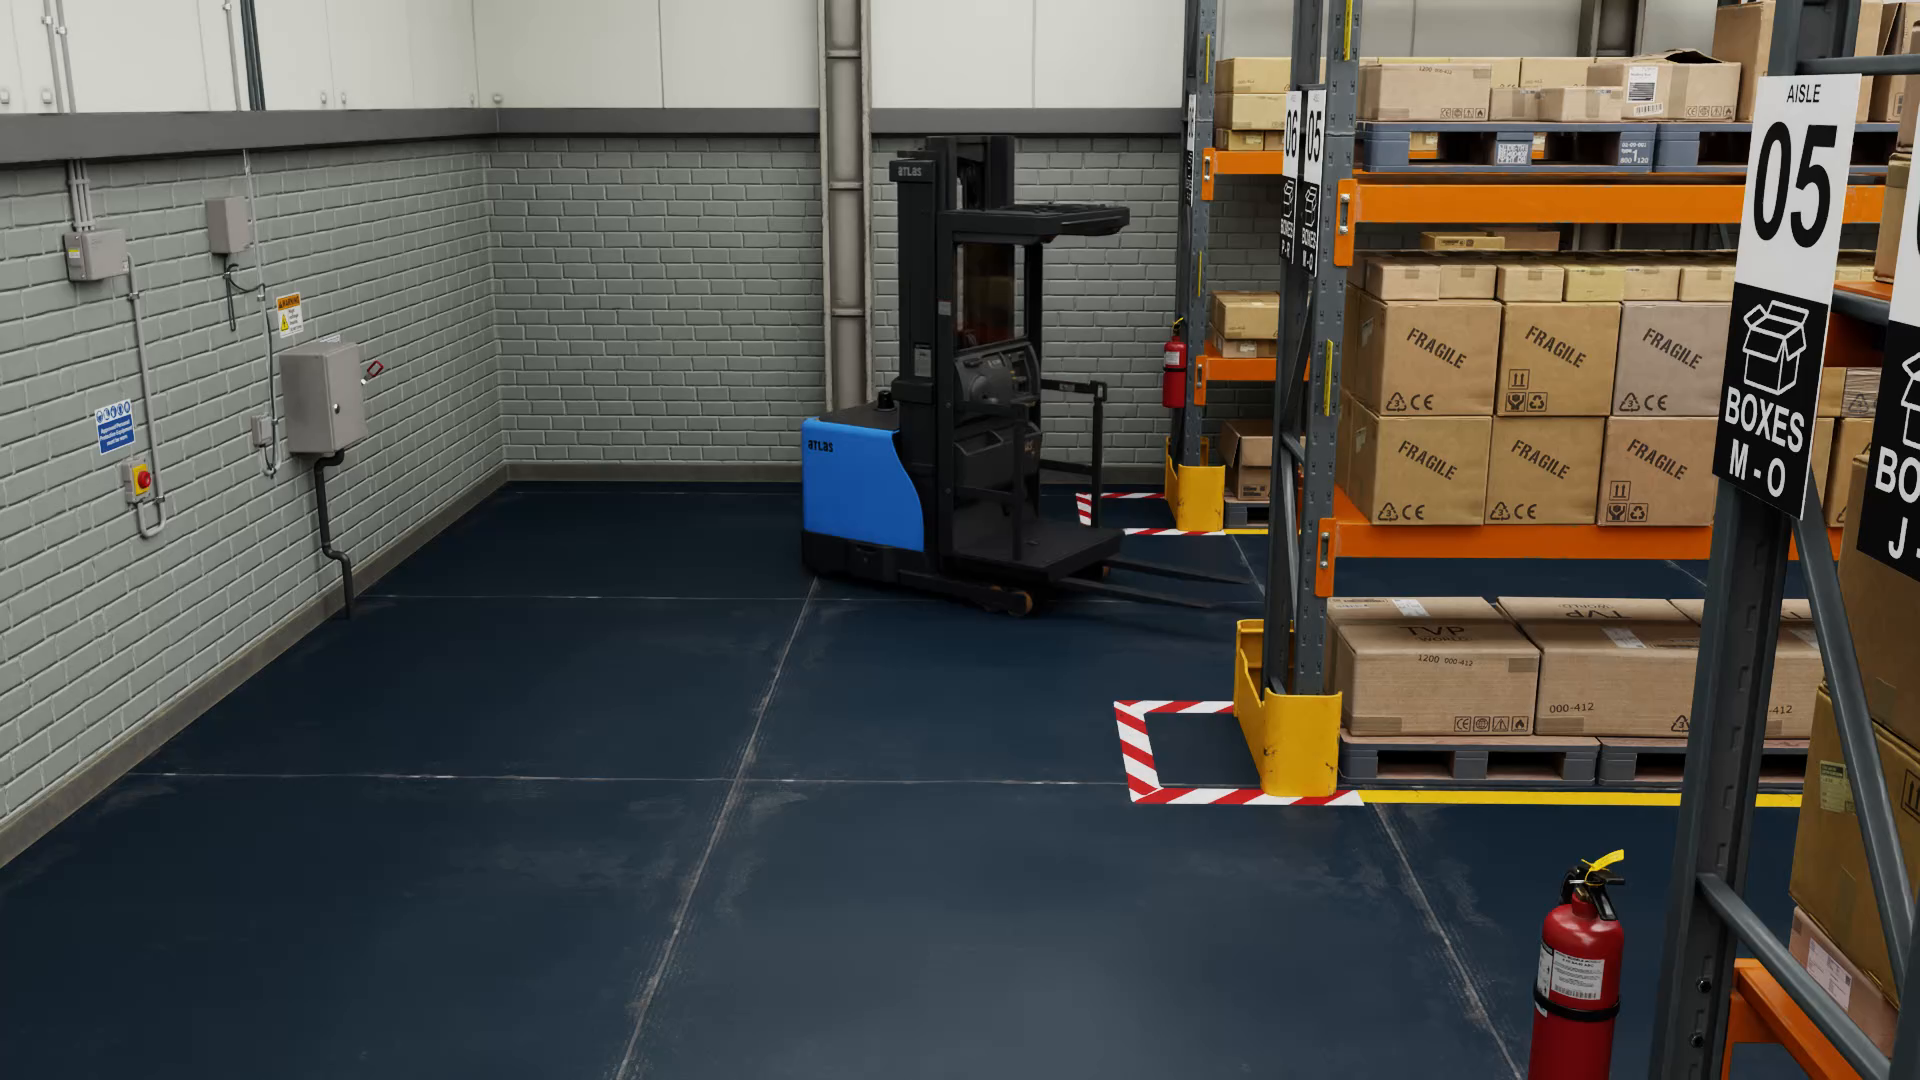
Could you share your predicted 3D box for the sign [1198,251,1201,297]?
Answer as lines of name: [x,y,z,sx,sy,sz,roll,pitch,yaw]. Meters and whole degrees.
sign: [1.746,-1.943,12.126,0.005,0.325,0.100,0,15,1]

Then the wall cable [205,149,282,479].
wall cable: [-3.976,-1.280,9.321,0.122,1.984,0.588,0,15,1]

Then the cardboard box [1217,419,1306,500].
cardboard box: [2.369,-0.630,12.919,0.637,0.503,0.797,0,15,-1]

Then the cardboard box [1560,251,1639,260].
cardboard box: [3.026,-1.283,7.896,0.250,0.149,0.380,0,15,1]

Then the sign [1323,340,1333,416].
sign: [1.617,-0.712,7.306,0.005,0.325,0.100,0,15,1]

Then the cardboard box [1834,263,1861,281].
cardboard box: [3.797,-1.159,7.425,0.250,0.149,0.380,0,15,1]

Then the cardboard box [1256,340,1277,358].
cardboard box: [2.337,-1.479,12.558,0.250,0.149,0.380,1,15,3]

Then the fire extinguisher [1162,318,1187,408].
fire extinguisher: [1.601,-1.328,12.375,0.183,0.674,0.296,0,15,1]

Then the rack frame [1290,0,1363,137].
rack frame: [1.637,-3.297,7.198,0.127,3.000,1.000,0,15,1]

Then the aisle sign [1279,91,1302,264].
aisle sign: [1.573,-1.733,7.933,0.004,0.787,0.394,0,15,1]

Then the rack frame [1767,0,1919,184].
rack frame: [1.611,-2.034,2.410,0.127,3.000,1.000,0,15,1]

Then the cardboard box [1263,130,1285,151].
cardboard box: [2.335,-2.935,12.196,0.250,0.149,0.380,1,15,2]

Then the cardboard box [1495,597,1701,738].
cardboard box: [3.214,0.622,8.302,0.875,0.438,0.875,1,15,3]

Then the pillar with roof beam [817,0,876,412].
pillar with roof beam: [-1.022,-3.713,8.772,0.400,9.000,9.100,0,15,1]

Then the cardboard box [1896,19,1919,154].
cardboard box: [2.078,-0.815,2.983,0.500,0.250,0.500,0,15,0]

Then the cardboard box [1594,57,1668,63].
cardboard box: [4.740,-3.343,11.981,0.500,0.250,0.500,0,15,1]

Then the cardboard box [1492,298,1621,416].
cardboard box: [2.626,-0.851,7.529,0.500,0.500,0.500,0,15,0]

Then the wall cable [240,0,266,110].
wall cable: [-3.926,-4.183,10.480,0.133,3.039,2.988,0,15,1]

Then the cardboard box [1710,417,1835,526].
cardboard box: [3.625,-0.365,7.649,0.500,0.500,0.500,1,15,3]

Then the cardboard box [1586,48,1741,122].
cardboard box: [3.132,-2.033,7.440,0.500,0.311,0.500,1,15,2]

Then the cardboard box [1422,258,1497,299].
cardboard box: [2.248,-1.185,7.526,0.250,0.149,0.380,1,15,3]

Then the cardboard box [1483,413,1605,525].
cardboard box: [2.616,-0.372,7.675,0.500,0.500,0.500,0,15,1]

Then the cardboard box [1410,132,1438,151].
cardboard box: [3.349,-2.915,12.122,0.250,0.149,0.380,0,15,1]

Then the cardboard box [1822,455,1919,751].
cardboard box: [2.075,0.130,3.227,0.500,0.500,0.500,0,15,0]

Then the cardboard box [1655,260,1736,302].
cardboard box: [3.281,-1.157,7.417,0.250,0.149,0.380,1,15,2]

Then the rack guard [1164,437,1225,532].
rack guard: [1.836,-0.453,13.078,0.348,0.500,1.175,0,15,1]

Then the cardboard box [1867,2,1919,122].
cardboard box: [4.286,-2.123,7.404,0.637,0.503,0.797,2,15,6]

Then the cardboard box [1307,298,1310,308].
cardboard box: [2.711,-1.659,12.458,0.500,0.250,0.500,1,15,2]

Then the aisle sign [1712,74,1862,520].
aisle sign: [1.546,-0.467,3.136,0.004,0.787,0.394,0,15,1]

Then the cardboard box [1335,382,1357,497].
cardboard box: [2.126,-0.509,8.194,0.500,0.500,0.500,0,15,2]

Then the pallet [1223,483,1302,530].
pallet: [2.633,-0.308,13.096,1.213,0.211,1.003,0,15,1]

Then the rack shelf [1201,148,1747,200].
rack shelf: [3.759,-2.752,12.421,4.000,0.370,1.077,0,15,1]

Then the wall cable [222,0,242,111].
wall cable: [-4.035,-3.454,7.793,0.029,3.000,2.355,0,15,1]

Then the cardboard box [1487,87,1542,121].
cardboard box: [2.510,-2.014,7.689,0.250,0.149,0.380,-1,15,-3]

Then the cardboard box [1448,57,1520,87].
cardboard box: [3.717,-3.350,12.009,0.500,0.250,0.500,1,15,3]

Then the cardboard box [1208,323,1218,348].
cardboard box: [2.098,-1.607,13.044,0.250,0.149,0.380,0,15,1]

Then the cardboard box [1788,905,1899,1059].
cardboard box: [1.945,0.918,3.473,0.250,0.149,0.380,0,15,1]

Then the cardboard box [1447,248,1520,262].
cardboard box: [2.515,-1.315,8.016,0.250,0.149,0.380,0,15,1]

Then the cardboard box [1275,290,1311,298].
cardboard box: [2.742,-1.795,12.973,0.500,0.250,0.500,0,15,2]

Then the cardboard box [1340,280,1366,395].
cardboard box: [2.125,-0.986,8.041,0.500,0.500,0.500,1,15,3]

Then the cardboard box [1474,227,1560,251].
cardboard box: [4.277,-2.148,12.842,0.500,0.500,0.500,0,15,0]

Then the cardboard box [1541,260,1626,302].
cardboard box: [2.769,-1.157,7.419,0.250,0.149,0.380,0,15,0]

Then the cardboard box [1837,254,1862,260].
cardboard box: [4.048,-1.280,7.883,0.250,0.149,0.380,0,15,1]

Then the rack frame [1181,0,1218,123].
rack frame: [1.760,-4.563,11.995,0.127,3.000,1.000,0,15,1]

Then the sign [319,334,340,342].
sign: [-3.996,-1.043,10.601,0.001,0.494,0.329,0,15,1]

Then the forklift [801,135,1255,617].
forklift: [0.419,-1.084,10.701,3.031,2.935,1.130,10,18,33]

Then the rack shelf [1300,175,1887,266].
rack shelf: [3.636,-1.486,7.623,4.000,0.370,1.077,0,15,1]

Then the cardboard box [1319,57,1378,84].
cardboard box: [2.705,-3.351,12.011,0.500,0.250,0.500,0,15,1]

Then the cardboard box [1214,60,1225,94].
cardboard box: [2.211,-3.494,12.554,0.500,0.250,0.500,0,15,0]

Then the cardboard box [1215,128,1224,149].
cardboard box: [2.086,-3.048,12.626,0.250,0.149,0.380,1,15,3]

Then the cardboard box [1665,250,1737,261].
cardboard box: [3.540,-1.290,7.921,0.250,0.149,0.380,1,15,3]

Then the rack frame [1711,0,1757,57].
rack frame: [5.759,-4.537,11.897,0.127,3.000,1.000,0,15,1]

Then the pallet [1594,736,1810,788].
pallet: [3.655,0.946,8.342,1.213,0.211,1.003,0,15,1]

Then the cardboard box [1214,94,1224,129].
cardboard box: [2.211,-3.251,12.611,0.500,0.250,0.500,0,15,0]

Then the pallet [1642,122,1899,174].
pallet: [3.601,-1.795,7.556,1.213,0.211,1.003,0,15,1]

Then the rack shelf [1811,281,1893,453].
rack shelf: [3.611,-0.223,2.835,4.000,0.370,1.077,0,15,1]

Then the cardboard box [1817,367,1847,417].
cardboard box: [3.640,-0.847,7.513,0.500,0.500,0.500,0,15,2]

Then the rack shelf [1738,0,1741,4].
rack shelf: [7.758,-3.983,11.990,4.000,0.370,1.077,0,15,1]

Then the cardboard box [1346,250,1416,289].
cardboard box: [2.001,-1.291,7.925,0.250,0.149,0.380,1,15,2]
